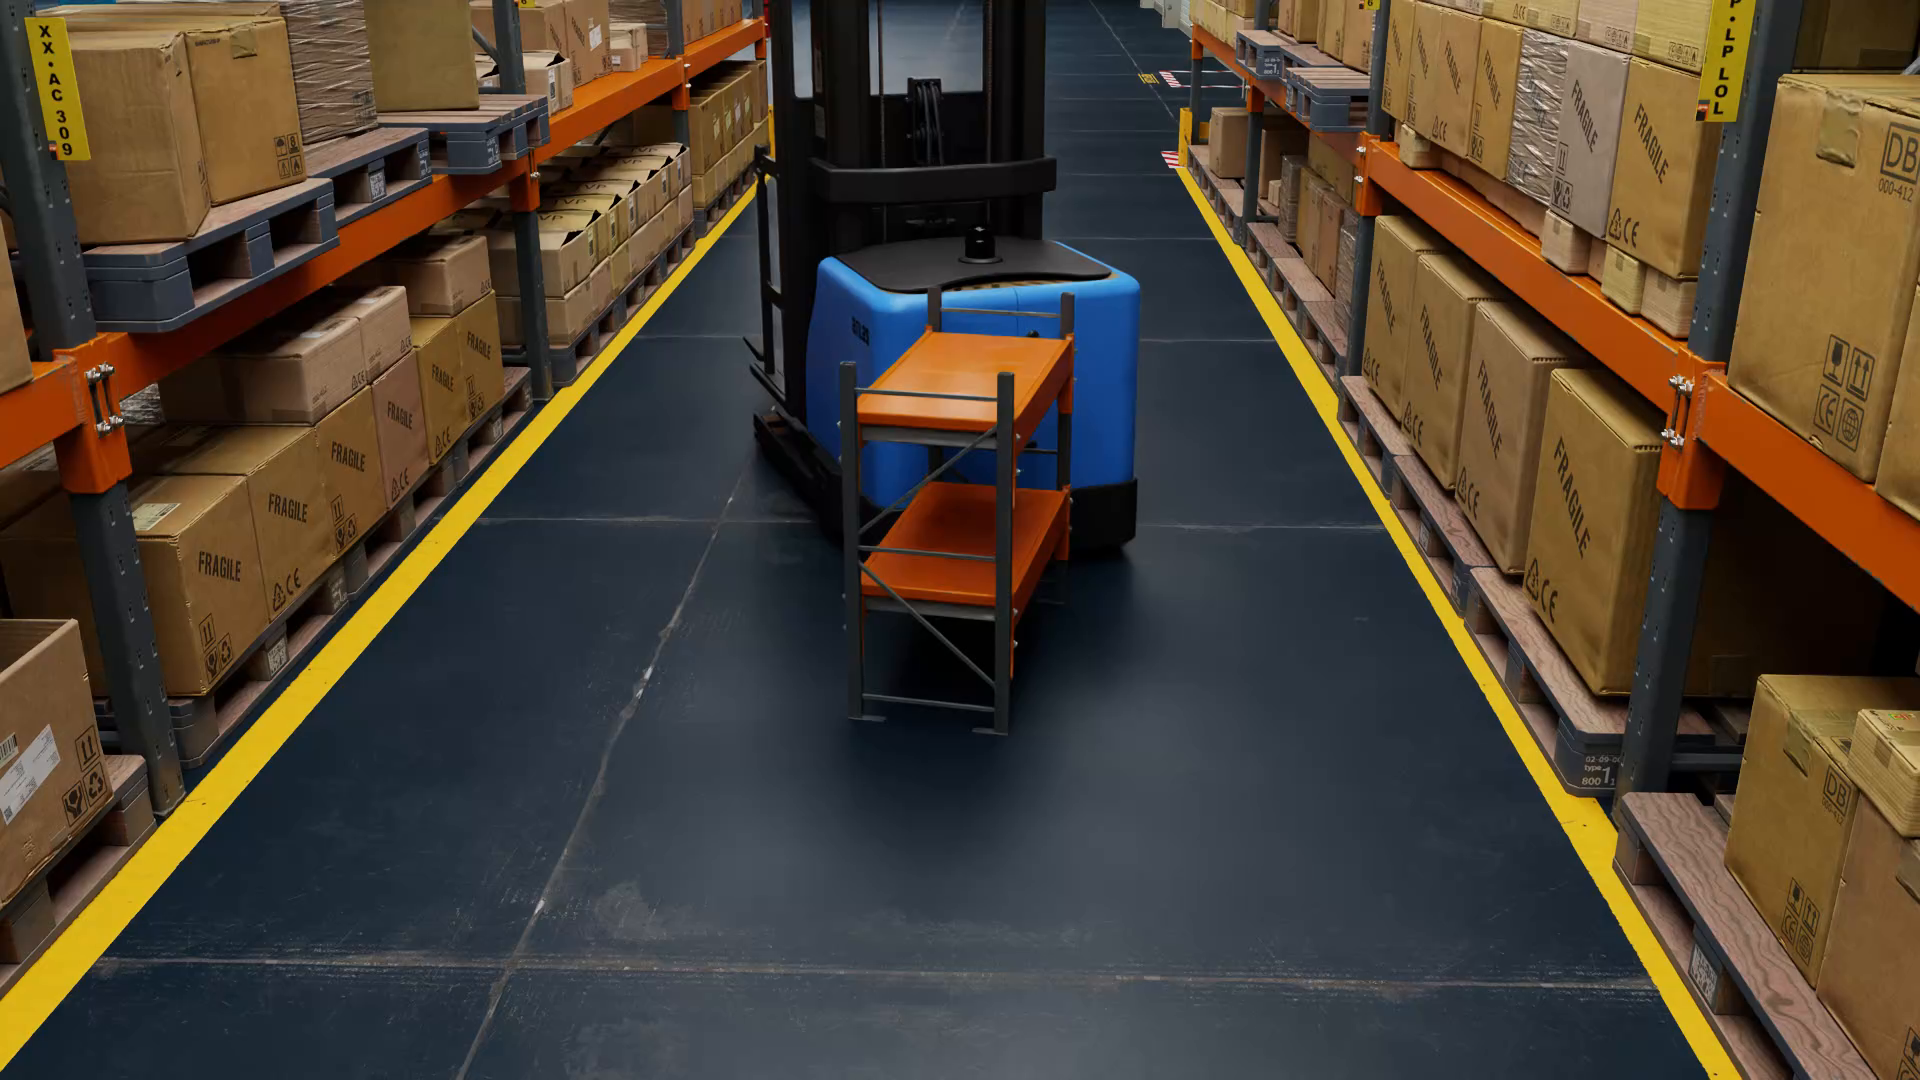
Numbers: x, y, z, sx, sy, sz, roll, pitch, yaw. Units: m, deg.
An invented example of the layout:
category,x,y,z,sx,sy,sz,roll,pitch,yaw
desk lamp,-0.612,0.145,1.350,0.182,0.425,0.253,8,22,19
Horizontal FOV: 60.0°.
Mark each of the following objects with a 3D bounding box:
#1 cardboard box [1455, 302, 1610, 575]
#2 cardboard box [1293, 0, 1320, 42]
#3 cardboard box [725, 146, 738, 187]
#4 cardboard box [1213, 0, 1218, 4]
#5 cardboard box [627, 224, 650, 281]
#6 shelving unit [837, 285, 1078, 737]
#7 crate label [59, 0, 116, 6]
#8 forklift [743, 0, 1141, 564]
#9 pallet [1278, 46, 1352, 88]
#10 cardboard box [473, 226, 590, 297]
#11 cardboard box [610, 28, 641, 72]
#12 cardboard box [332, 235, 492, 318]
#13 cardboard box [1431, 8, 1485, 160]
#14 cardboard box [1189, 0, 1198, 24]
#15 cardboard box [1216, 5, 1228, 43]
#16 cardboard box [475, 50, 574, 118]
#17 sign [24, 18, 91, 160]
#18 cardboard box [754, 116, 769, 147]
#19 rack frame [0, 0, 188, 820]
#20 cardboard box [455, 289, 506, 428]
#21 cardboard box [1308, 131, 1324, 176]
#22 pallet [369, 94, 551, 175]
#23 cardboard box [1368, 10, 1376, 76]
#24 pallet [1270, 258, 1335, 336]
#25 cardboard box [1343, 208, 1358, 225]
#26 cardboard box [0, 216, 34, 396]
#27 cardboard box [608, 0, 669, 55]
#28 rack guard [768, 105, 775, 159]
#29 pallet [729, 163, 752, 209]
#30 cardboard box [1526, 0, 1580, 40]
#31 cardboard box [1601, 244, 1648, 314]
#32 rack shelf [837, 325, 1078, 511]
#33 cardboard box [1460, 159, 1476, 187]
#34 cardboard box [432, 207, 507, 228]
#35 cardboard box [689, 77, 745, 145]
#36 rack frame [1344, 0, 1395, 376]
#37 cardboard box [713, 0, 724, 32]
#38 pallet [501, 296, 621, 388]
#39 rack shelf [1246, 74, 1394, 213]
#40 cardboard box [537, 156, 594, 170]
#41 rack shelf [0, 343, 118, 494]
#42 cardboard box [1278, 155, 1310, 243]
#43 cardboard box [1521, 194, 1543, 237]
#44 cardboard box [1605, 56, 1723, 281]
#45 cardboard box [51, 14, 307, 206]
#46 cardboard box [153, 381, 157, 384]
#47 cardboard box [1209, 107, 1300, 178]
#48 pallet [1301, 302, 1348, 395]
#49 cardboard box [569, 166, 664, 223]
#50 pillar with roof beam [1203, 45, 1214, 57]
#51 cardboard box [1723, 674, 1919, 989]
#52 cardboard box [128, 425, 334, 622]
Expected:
category,x,y,z,sx,sy,sz,roll,pitch,yaw
cardboard box,2.194,-0.358,5.697,0.750,0.750,0.750,1,21,3
cardboard box,2.449,-3.366,10.310,0.700,0.500,0.500,3,21,7
cardboard box,-2.071,-2.992,13.315,0.500,0.250,0.500,1,21,2
cardboard box,2.279,-4.513,13.157,0.500,0.500,0.500,1,21,3
cardboard box,-2.200,-1.762,10.143,0.500,0.250,0.500,1,21,3
shelving unit,0.021,-0.136,5.326,0.538,1.125,1.048,5,22,12
crate label,-7.043,-4.403,13.681,0.502,0.435,0.616,1,21,2
forklift,-0.300,-1.750,6.986,1.130,2.935,3.031,-7,22,-18
pallet,2.421,-2.680,9.555,1.003,0.211,1.213,1,21,2
cardboard box,-2.241,-1.468,8.611,0.500,0.311,0.500,1,21,3
cardboard box,-2.272,-3.170,10.738,0.396,0.266,0.258,0,21,0
cardboard box,-2.341,-1.135,7.117,0.500,0.250,0.500,1,21,4
cardboard box,2.089,-1.706,6.203,0.500,0.500,0.500,1,21,1
cardboard box,2.313,-4.712,14.707,0.500,0.250,0.500,0,21,0
cardboard box,2.258,-3.976,12.808,0.500,0.250,0.500,1,21,1
cardboard box,-2.329,-2.386,8.655,0.500,0.311,0.500,0,21,1
sign,-2.129,-1.061,3.919,0.100,0.325,0.005,1,21,2
cardboard box,-2.028,-3.716,15.179,0.500,0.250,0.500,1,21,2
rack frame,-2.672,-0.660,4.084,1.000,3.000,0.127,1,21,2
cardboard box,-2.344,-0.805,7.305,0.500,0.500,0.500,1,21,4
cardboard box,2.507,-2.463,10.542,0.500,0.250,0.500,0,21,0
pallet,-2.501,-1.771,7.212,1.213,0.211,1.003,1,21,2
cardboard box,2.406,-2.475,8.015,0.700,0.500,0.500,-2,21,-5
pallet,2.467,-1.476,10.041,1.003,0.211,1.213,1,21,2
cardboard box,2.503,-1.539,9.196,0.700,0.500,0.500,1,21,2
cardboard box,-2.430,-0.523,3.592,0.500,0.500,0.500,1,21,3
cardboard box,-2.421,-3.760,11.934,0.700,0.500,0.500,0,21,0
rack guard,-2.306,-3.842,15.740,1.175,0.500,0.348,1,21,2
pallet,-2.328,-2.982,13.923,1.003,0.211,1.213,1,21,2
cardboard box,2.079,-1.692,5.130,0.500,0.250,0.500,1,21,3
cardboard box,1.991,-0.716,4.547,0.380,0.149,0.250,1,21,3
rack shelf,0.021,-0.409,5.220,0.538,0.278,1.000,5,22,12
cardboard box,2.167,-1.457,6.456,0.380,0.149,0.250,1,21,3
cardboard box,-2.771,-1.662,9.111,0.500,0.311,0.500,0,21,1
cardboard box,-2.058,-3.523,13.645,0.500,0.500,0.500,1,21,2
rack frame,2.401,-2.053,7.674,1.000,3.000,0.127,1,21,2
cardboard box,-2.366,-4.508,13.861,0.700,0.500,0.500,1,21,2
pallet,-2.486,-1.104,9.081,1.003,0.211,1.213,1,21,2
rack shelf,2.462,-2.441,9.668,1.077,0.370,4.000,1,21,2
cardboard box,-2.710,-2.400,11.014,0.500,0.311,0.500,0,21,1
rack shelf,-2.733,0.398,2.350,1.077,0.370,4.000,1,21,2
cardboard box,2.517,-2.273,11.088,0.700,0.500,0.500,1,21,3
cardboard box,2.090,-1.083,5.494,0.380,0.149,0.250,0,21,0
cardboard box,2.042,-0.971,4.308,0.500,0.500,0.500,0,21,1
cardboard box,-2.476,-1.321,5.067,0.700,0.500,0.500,4,22,10
cardboard box,-2.891,-0.425,6.326,0.500,0.500,0.500,0,21,0
cardboard box,2.444,-3.266,13.646,0.700,0.500,0.500,-1,21,-2
pallet,2.427,-1.036,8.907,1.003,0.211,1.213,1,21,2
cardboard box,-2.181,-2.210,10.523,0.500,0.311,0.500,1,21,1
pillar with roof beam,-0.450,-11.866,24.671,9.100,9.000,0.400,1,21,2
cardboard box,2.155,0.632,3.629,0.700,0.500,0.500,1,21,2
cardboard box,-2.408,-0.065,5.397,0.500,0.500,0.500,1,21,2
